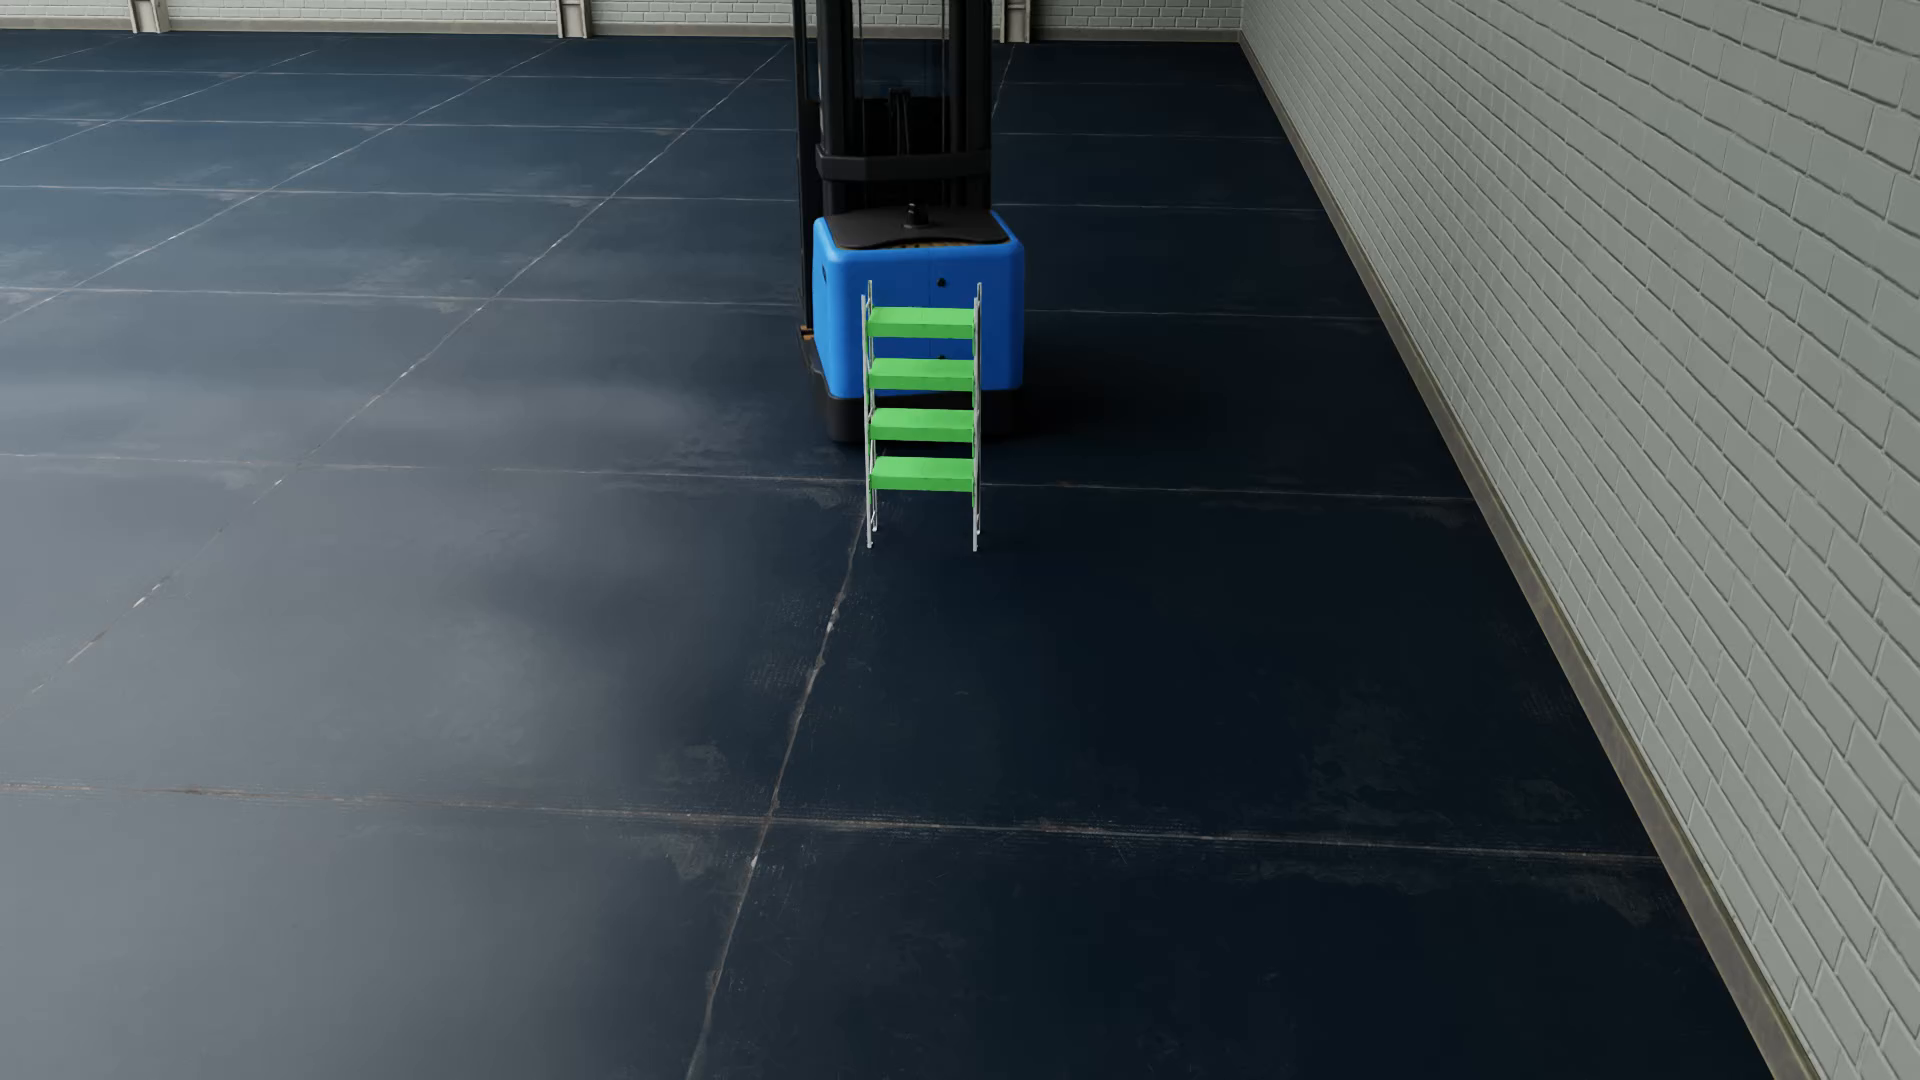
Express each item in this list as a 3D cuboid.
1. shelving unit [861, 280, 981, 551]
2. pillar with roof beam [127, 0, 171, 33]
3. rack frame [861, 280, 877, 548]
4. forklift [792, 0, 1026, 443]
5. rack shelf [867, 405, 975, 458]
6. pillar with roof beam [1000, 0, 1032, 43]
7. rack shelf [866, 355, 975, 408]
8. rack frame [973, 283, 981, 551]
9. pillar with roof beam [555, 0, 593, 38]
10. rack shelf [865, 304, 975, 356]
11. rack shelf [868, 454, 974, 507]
[{"bbox_3d":[-0.165,-0.550,7.511,0.503,1.200,0.258,2,25,4],"label":"shelving unit"},{"bbox_3d":[-11.550,-9.360,17.326,0.400,9.000,9.100,2,25,4],"label":"pillar with roof beam"},{"bbox_3d":[-0.408,-0.558,7.528,0.015,1.200,0.240,2,25,4],"label":"rack frame"},{"bbox_3d":[-0.408,-2.428,9.521,1.130,2.935,3.031,-4,25,-9],"label":"forklift"},{"bbox_3d":[-0.165,-0.492,7.537,0.480,0.148,0.258,2,25,4],"label":"rack shelf"},{"bbox_3d":[0.415,-8.976,16.492,0.400,9.000,9.100,2,25,4],"label":"pillar with roof beam"},{"bbox_3d":[-0.165,-0.710,7.437,0.480,0.148,0.258,2,25,4],"label":"rack shelf"},{"bbox_3d":[0.078,-0.543,7.494,0.015,1.200,0.240,2,25,4],"label":"rack frame"},{"bbox_3d":[-5.568,-9.168,16.909,0.400,9.000,9.100,2,25,4],"label":"pillar with roof beam"},{"bbox_3d":[-0.165,-0.928,7.337,0.480,0.148,0.258,2,25,4],"label":"rack shelf"},{"bbox_3d":[-0.165,-0.274,7.638,0.480,0.148,0.258,2,25,4],"label":"rack shelf"}]
